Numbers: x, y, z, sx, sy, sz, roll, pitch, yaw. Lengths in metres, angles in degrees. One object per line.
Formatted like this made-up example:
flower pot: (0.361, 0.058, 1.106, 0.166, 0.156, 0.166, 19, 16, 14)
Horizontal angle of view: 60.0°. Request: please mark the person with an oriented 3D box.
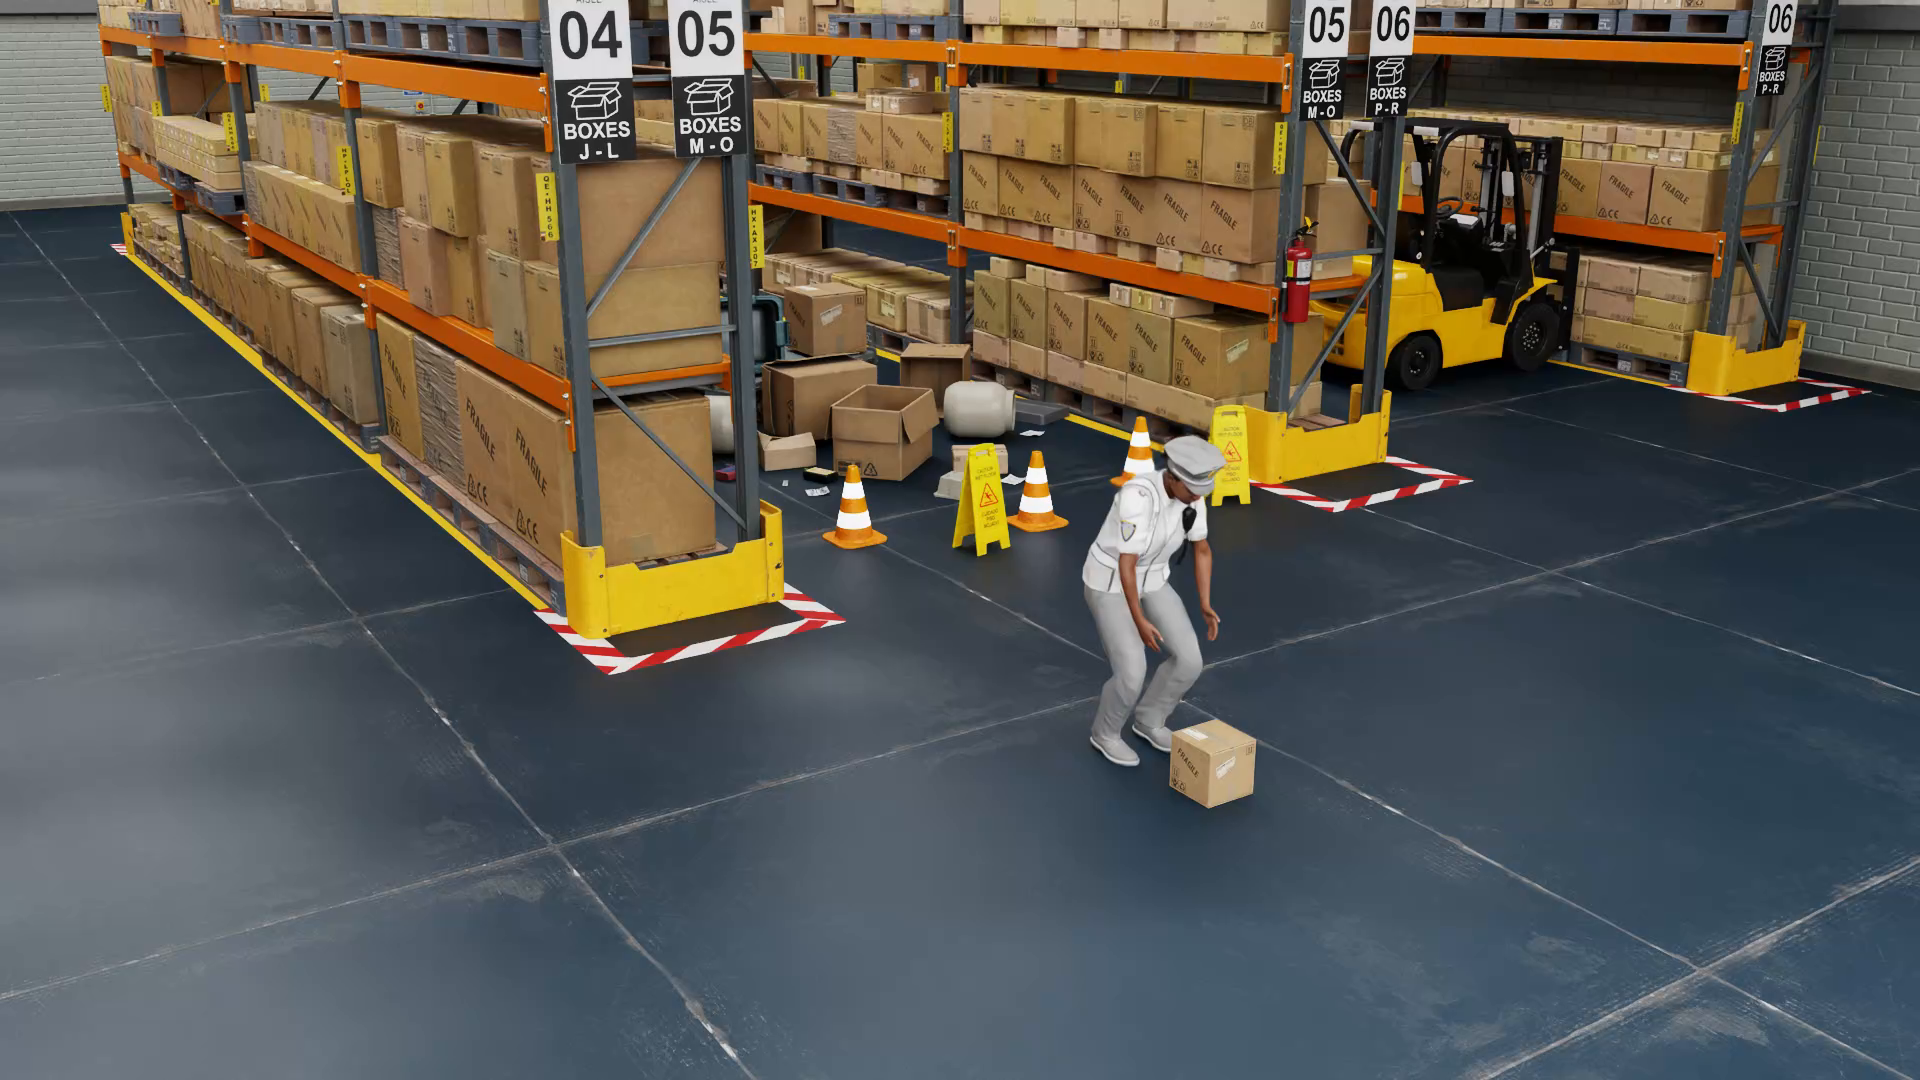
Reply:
person: (0.844, 0.245, 7.150, 0.492, 1.464, 0.649, -11, 21, -31)
